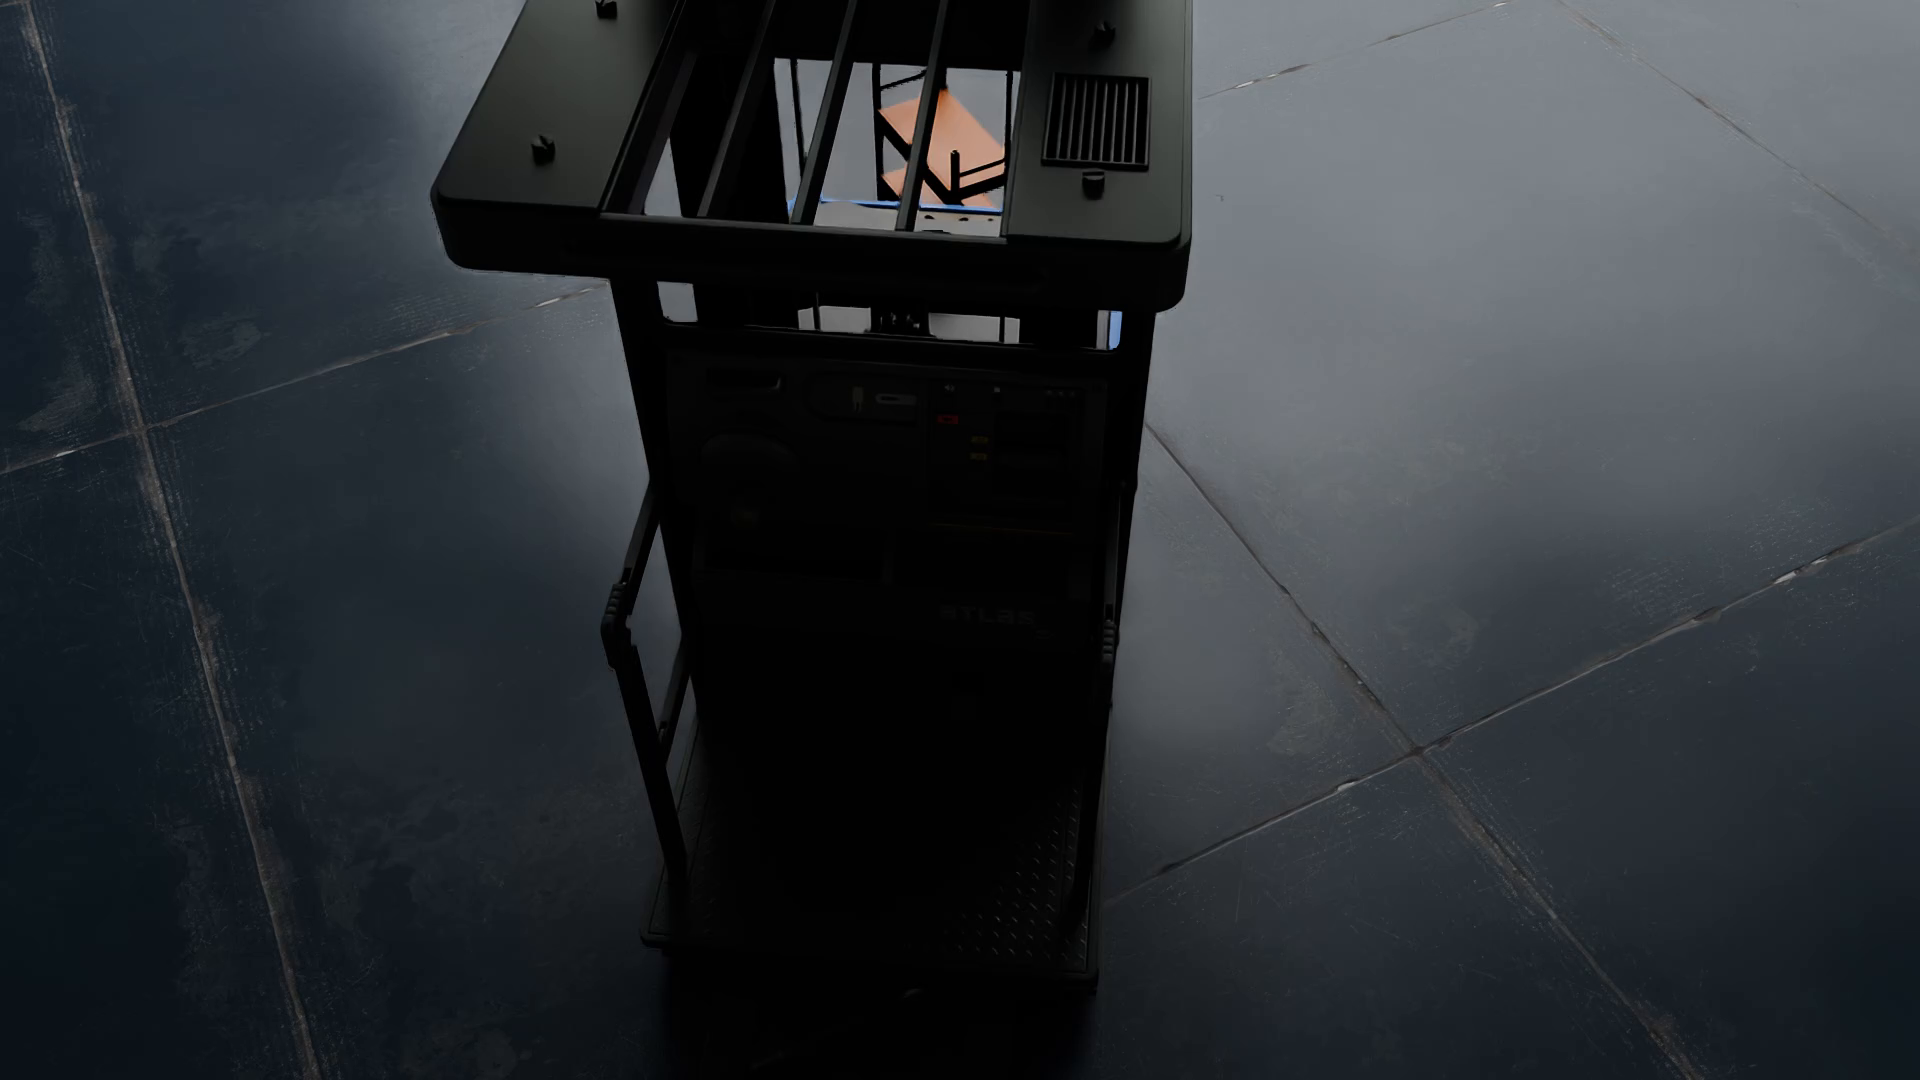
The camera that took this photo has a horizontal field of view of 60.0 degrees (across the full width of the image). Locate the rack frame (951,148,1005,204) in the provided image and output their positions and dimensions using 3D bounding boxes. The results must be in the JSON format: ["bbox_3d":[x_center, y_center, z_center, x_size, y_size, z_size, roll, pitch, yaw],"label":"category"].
[{"bbox_3d":[0.084,-0.722,5.084,0.240,1.200,0.015,-22,52,-18],"label":"rack frame"}]

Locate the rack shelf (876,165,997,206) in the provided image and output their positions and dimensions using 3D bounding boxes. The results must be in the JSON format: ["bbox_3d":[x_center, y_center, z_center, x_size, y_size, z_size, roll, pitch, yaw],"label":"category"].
[{"bbox_3d":[-0.033,-0.986,5.107,0.258,0.148,0.480,-22,52,-18],"label":"rack shelf"}]

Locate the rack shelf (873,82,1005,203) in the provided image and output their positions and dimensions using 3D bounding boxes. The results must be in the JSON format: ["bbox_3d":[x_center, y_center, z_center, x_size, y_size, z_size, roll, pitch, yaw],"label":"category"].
[{"bbox_3d":[-0.033,-1.142,4.929,0.258,0.148,0.480,-22,52,-18],"label":"rack shelf"}]

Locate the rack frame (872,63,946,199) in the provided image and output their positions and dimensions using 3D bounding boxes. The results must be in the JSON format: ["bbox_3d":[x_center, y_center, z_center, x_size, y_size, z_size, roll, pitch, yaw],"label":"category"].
[{"bbox_3d":[-0.150,-1.044,5.366,0.240,1.200,0.015,-22,52,-18],"label":"rack frame"}]

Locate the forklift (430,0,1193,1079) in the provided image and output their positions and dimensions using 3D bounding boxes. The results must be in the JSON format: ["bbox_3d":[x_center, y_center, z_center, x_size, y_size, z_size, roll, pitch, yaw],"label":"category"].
[{"bbox_3d":[-0.178,-0.098,3.389,1.130,2.935,3.031,4,49,4],"label":"forklift"}]

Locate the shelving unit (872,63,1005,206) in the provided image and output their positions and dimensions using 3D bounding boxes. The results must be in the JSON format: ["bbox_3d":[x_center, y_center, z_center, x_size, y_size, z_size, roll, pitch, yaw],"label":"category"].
[{"bbox_3d":[-0.033,-0.883,5.225,0.258,1.200,0.503,-22,52,-18],"label":"shelving unit"}]
